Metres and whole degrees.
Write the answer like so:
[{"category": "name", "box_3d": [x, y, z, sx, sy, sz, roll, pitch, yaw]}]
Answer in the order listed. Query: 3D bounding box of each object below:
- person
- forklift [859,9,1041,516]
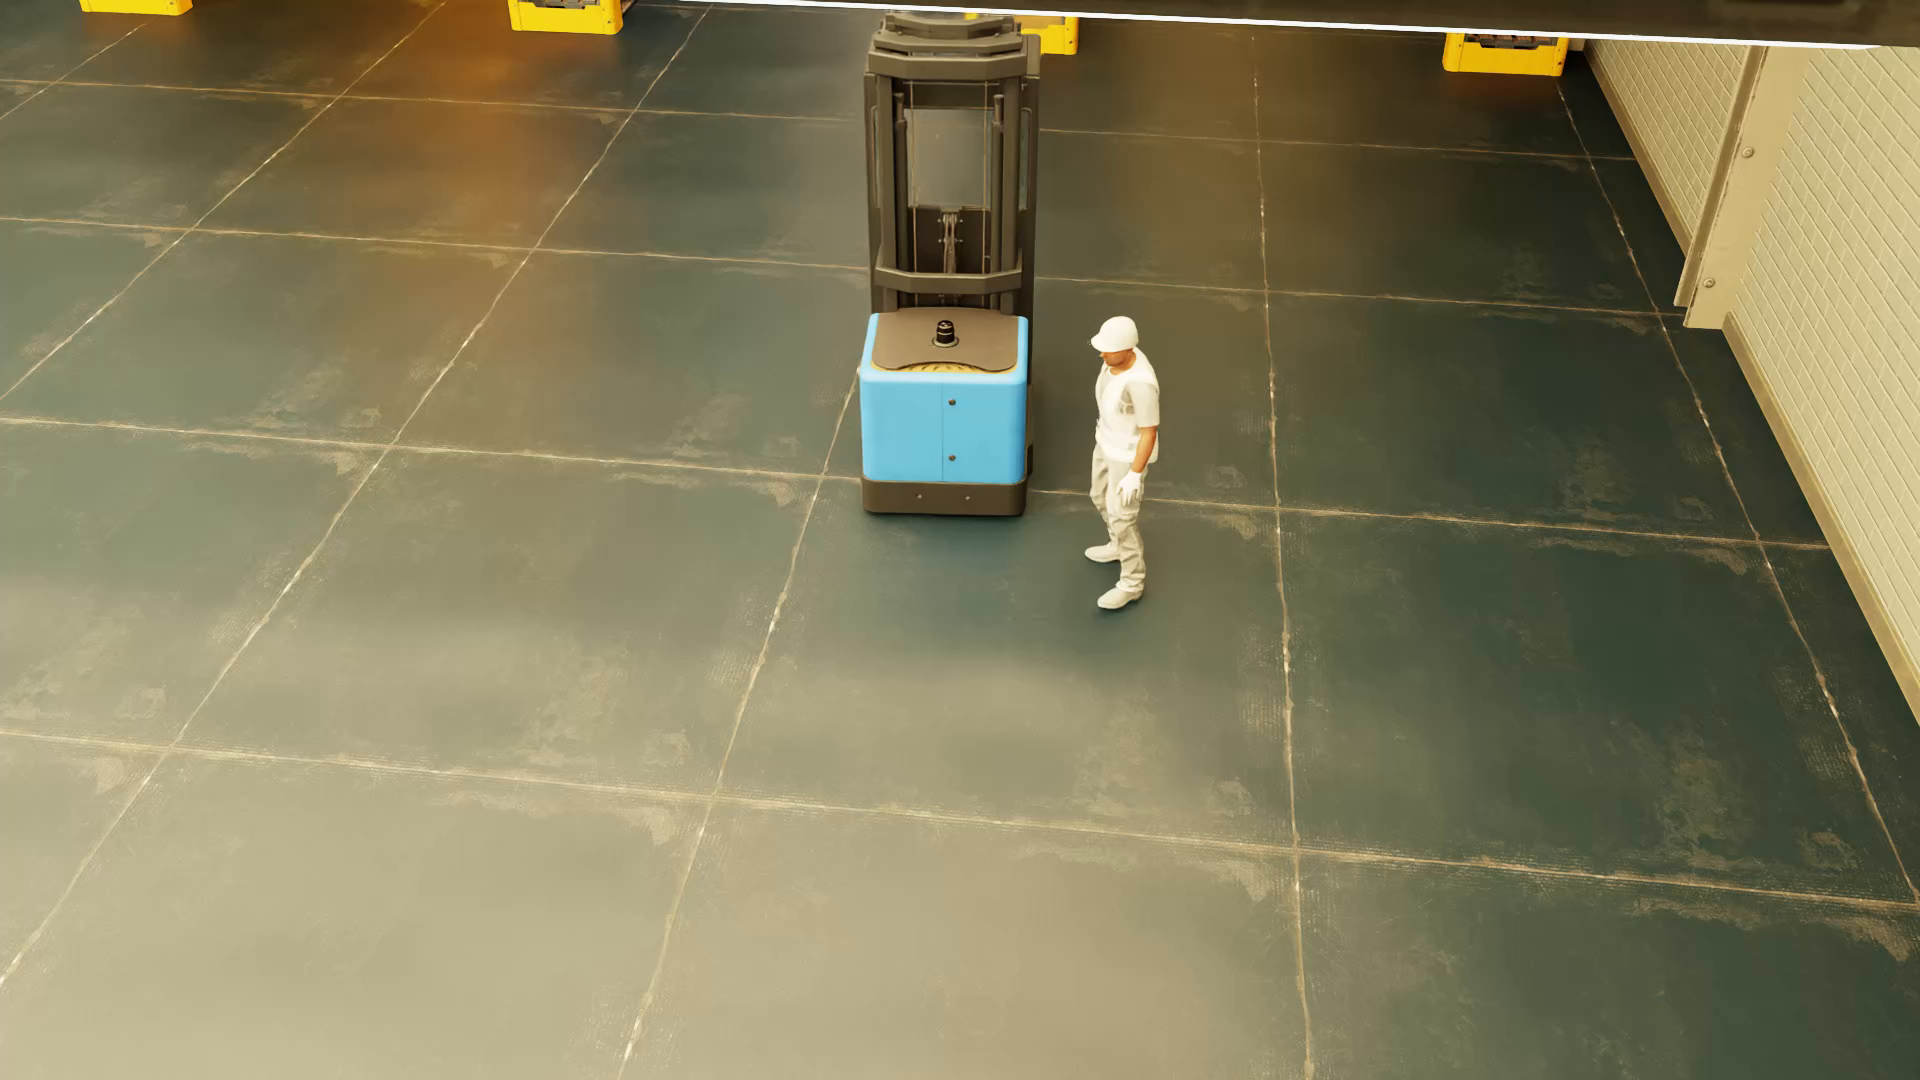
[{"category": "person", "box_3d": [0.934, -0.525, 9.735, 0.414, 1.754, 0.812, -9, 37, -12]}, {"category": "forklift", "box_3d": [-0.040, -2.184, 10.992, 1.130, 2.935, 3.031, 2, 36, 2]}]
